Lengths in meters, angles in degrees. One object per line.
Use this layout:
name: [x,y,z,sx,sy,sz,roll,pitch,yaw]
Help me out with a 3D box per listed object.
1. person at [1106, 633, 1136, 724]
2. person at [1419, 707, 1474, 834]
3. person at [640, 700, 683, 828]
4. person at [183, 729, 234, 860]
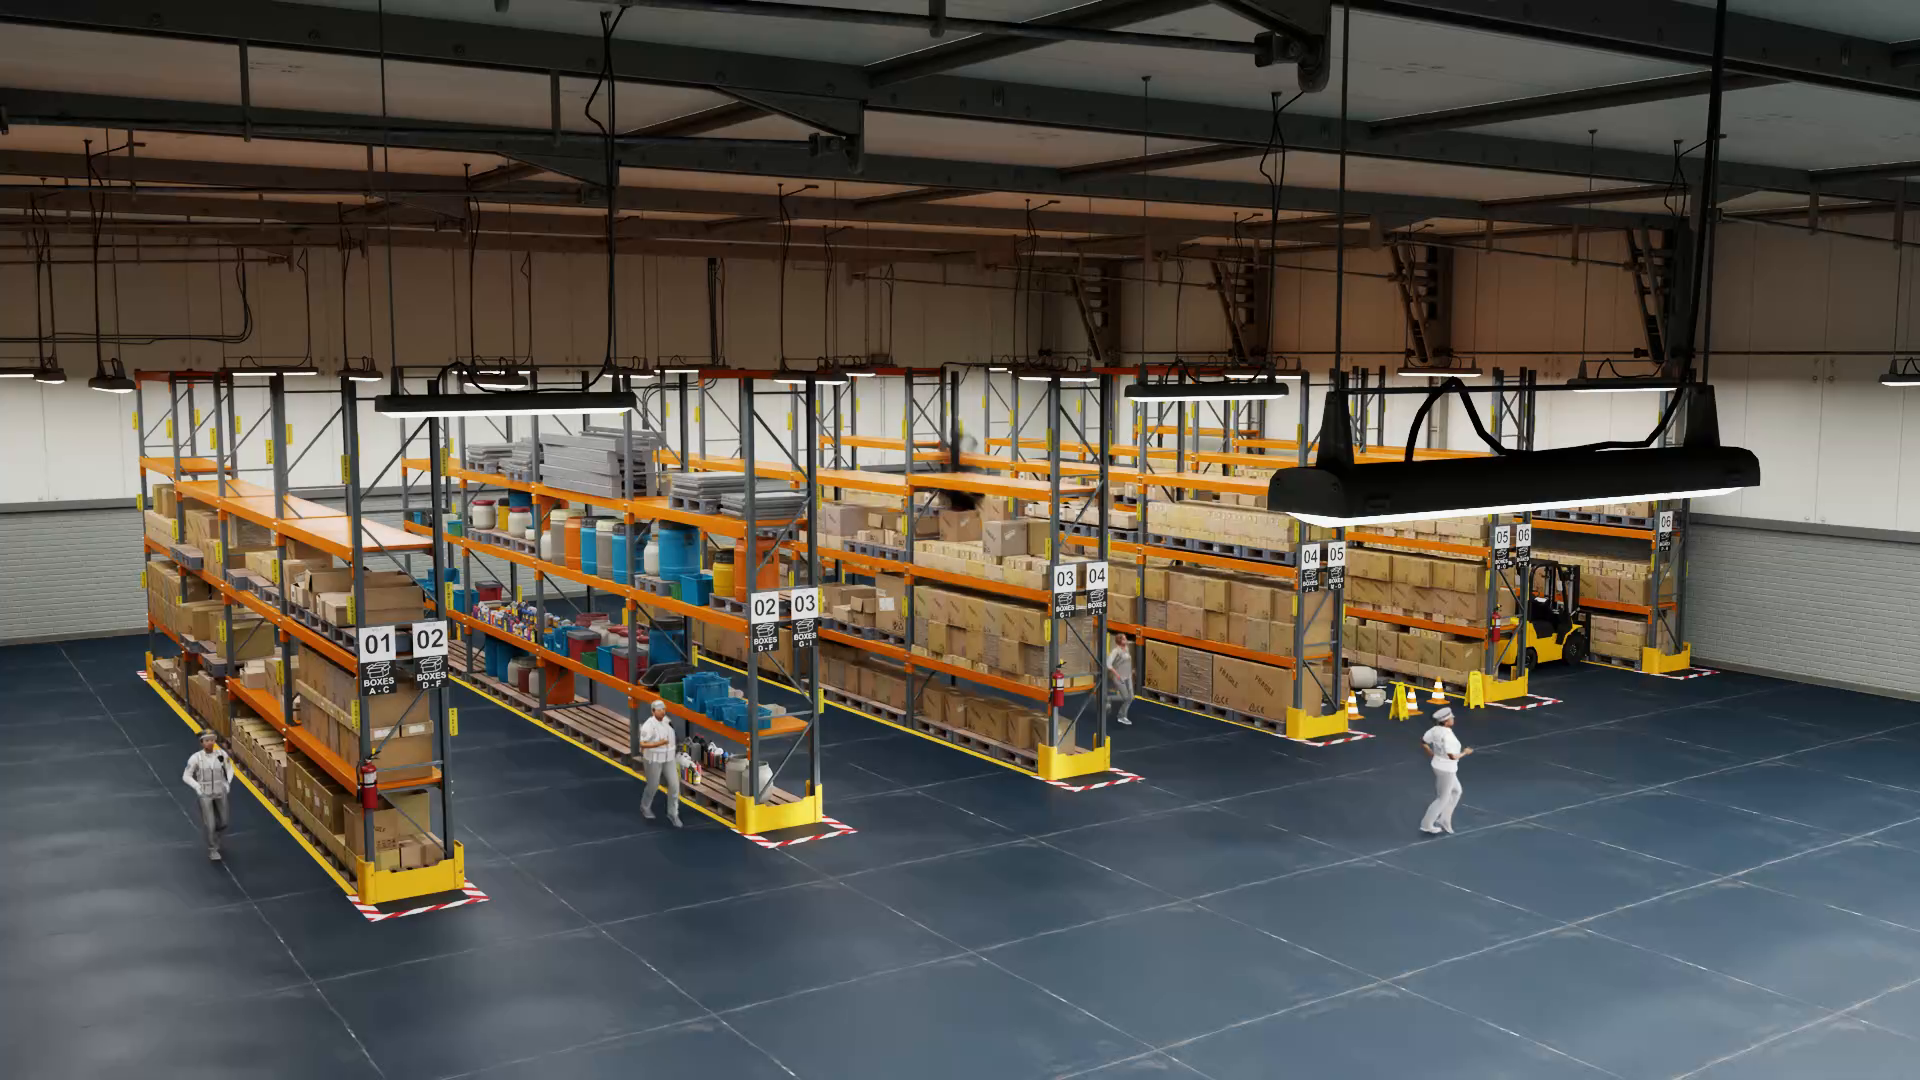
person: [2.734,2.367,28.501,0.552,1.545,0.547,6,9,44]
person: [6.367,3.028,21.795,0.681,1.710,0.553,0,6,-2]
person: [-4.047,2.994,22.323,0.592,1.711,0.747,-5,8,-40]
person: [-9.382,3.165,20.825,0.612,1.648,0.576,-5,8,-36]
